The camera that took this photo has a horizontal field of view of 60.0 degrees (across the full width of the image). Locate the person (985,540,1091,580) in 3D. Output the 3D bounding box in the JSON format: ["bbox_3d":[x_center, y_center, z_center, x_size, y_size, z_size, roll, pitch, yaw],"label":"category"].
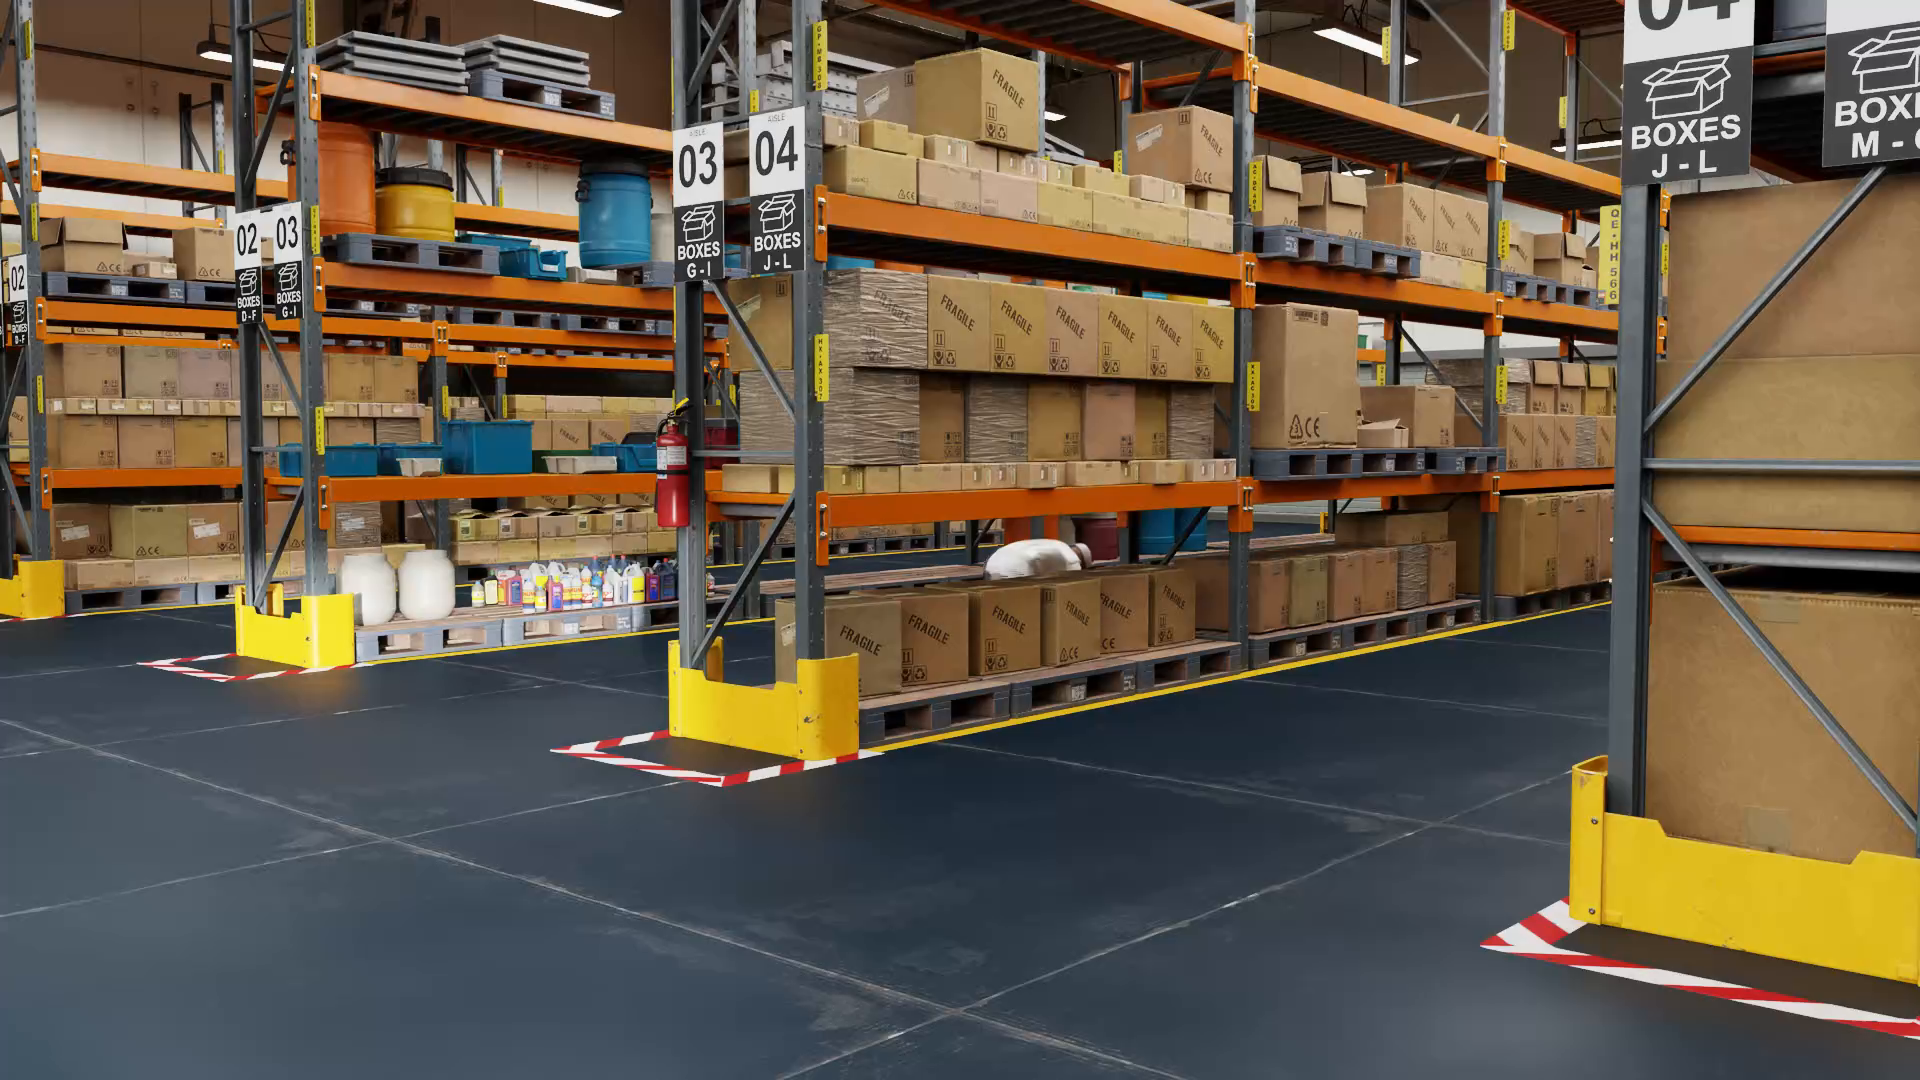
[{"bbox_3d":[0.637,0.413,12.780,0.979,0.829,0.523,-3,4,-37],"label":"person"}]
